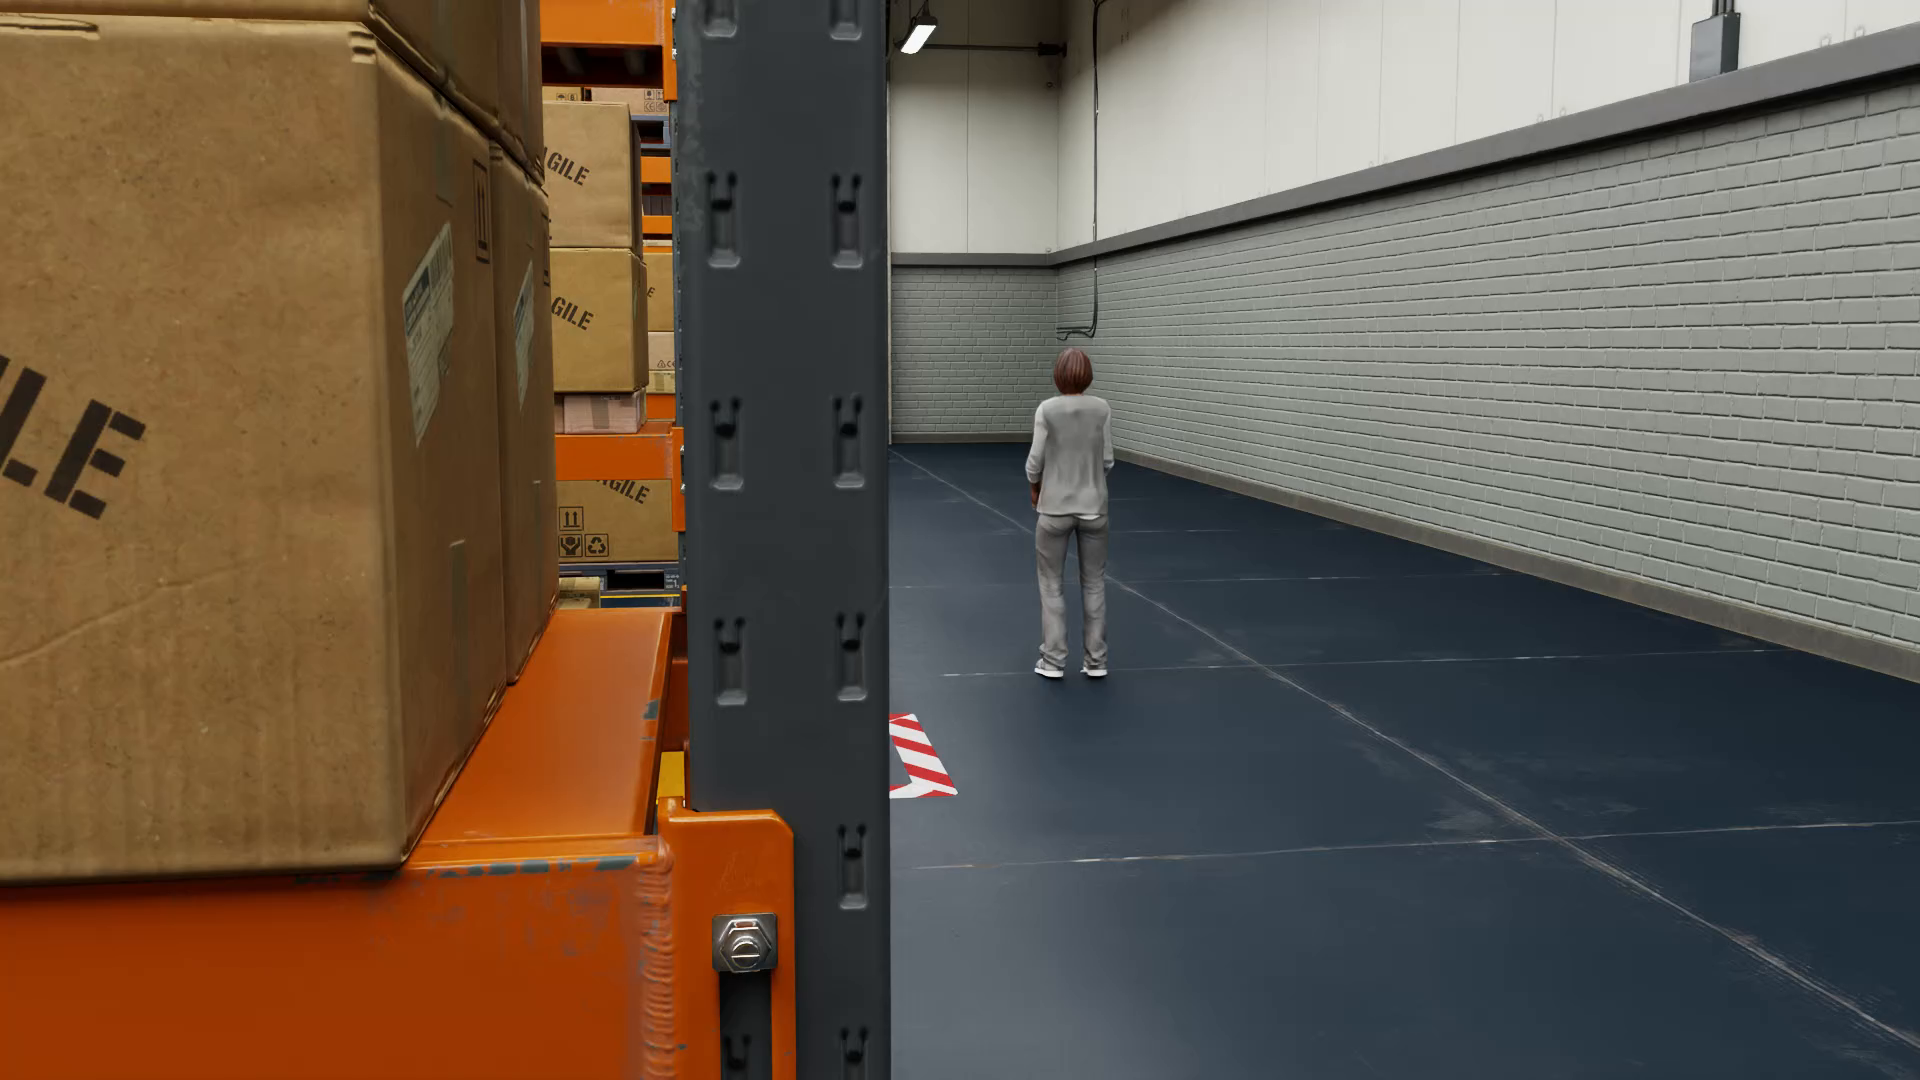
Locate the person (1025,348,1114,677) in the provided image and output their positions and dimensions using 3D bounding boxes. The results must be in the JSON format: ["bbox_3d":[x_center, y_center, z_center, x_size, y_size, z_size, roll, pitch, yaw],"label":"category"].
[{"bbox_3d":[0.532,-0.136,8.141,0.438,1.602,0.471,-1,7,-9],"label":"person"}]
